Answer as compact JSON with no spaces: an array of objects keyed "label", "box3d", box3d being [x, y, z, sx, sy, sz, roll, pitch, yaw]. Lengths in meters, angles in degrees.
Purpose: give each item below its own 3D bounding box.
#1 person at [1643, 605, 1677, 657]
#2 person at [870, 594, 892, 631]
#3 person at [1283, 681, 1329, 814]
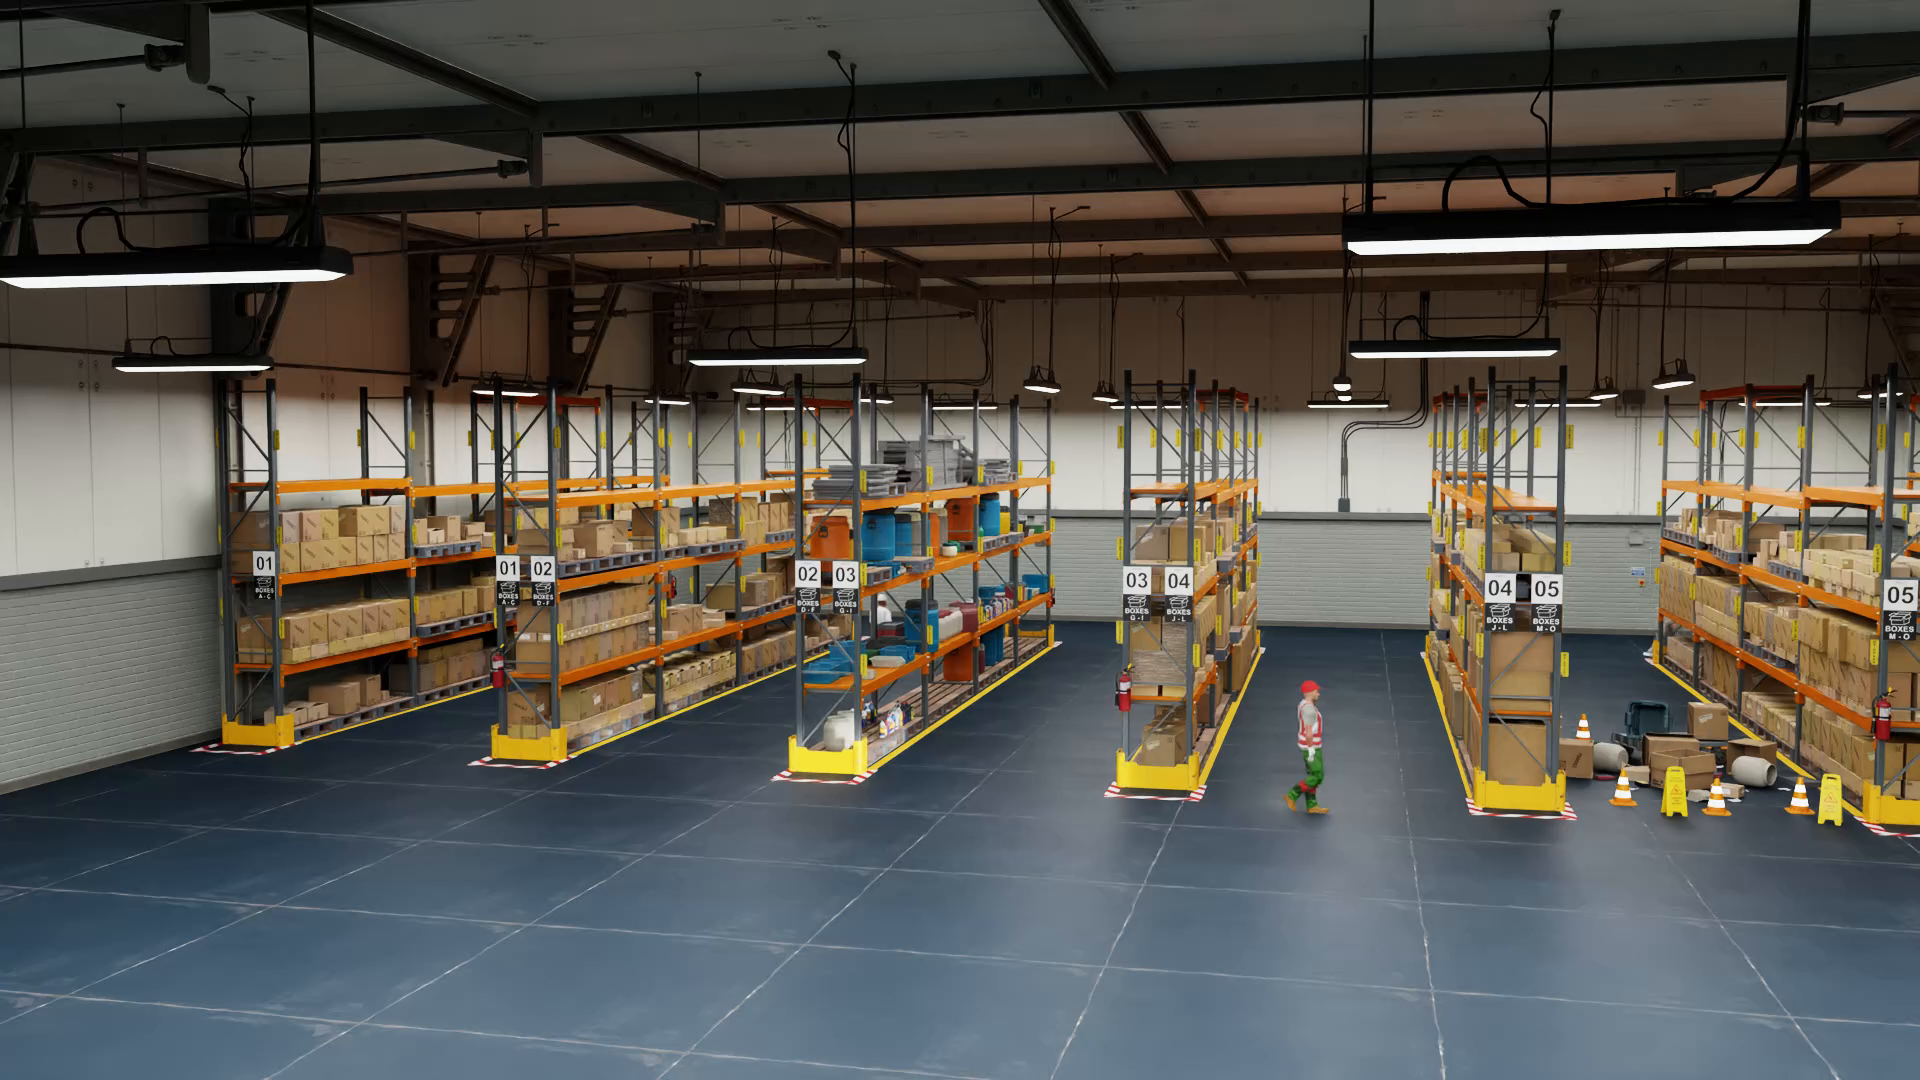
[{"label":"person","box3d":[16.270,1.890,38.276,1.046,1.618,0.437,1,4,12]},{"label":"person","box3d":[-1.657,2.024,34.987,0.609,1.769,0.489,3,4,39]},{"label":"person","box3d":[4.625,2.765,22.183,0.627,1.785,0.558,0,3,5]}]
